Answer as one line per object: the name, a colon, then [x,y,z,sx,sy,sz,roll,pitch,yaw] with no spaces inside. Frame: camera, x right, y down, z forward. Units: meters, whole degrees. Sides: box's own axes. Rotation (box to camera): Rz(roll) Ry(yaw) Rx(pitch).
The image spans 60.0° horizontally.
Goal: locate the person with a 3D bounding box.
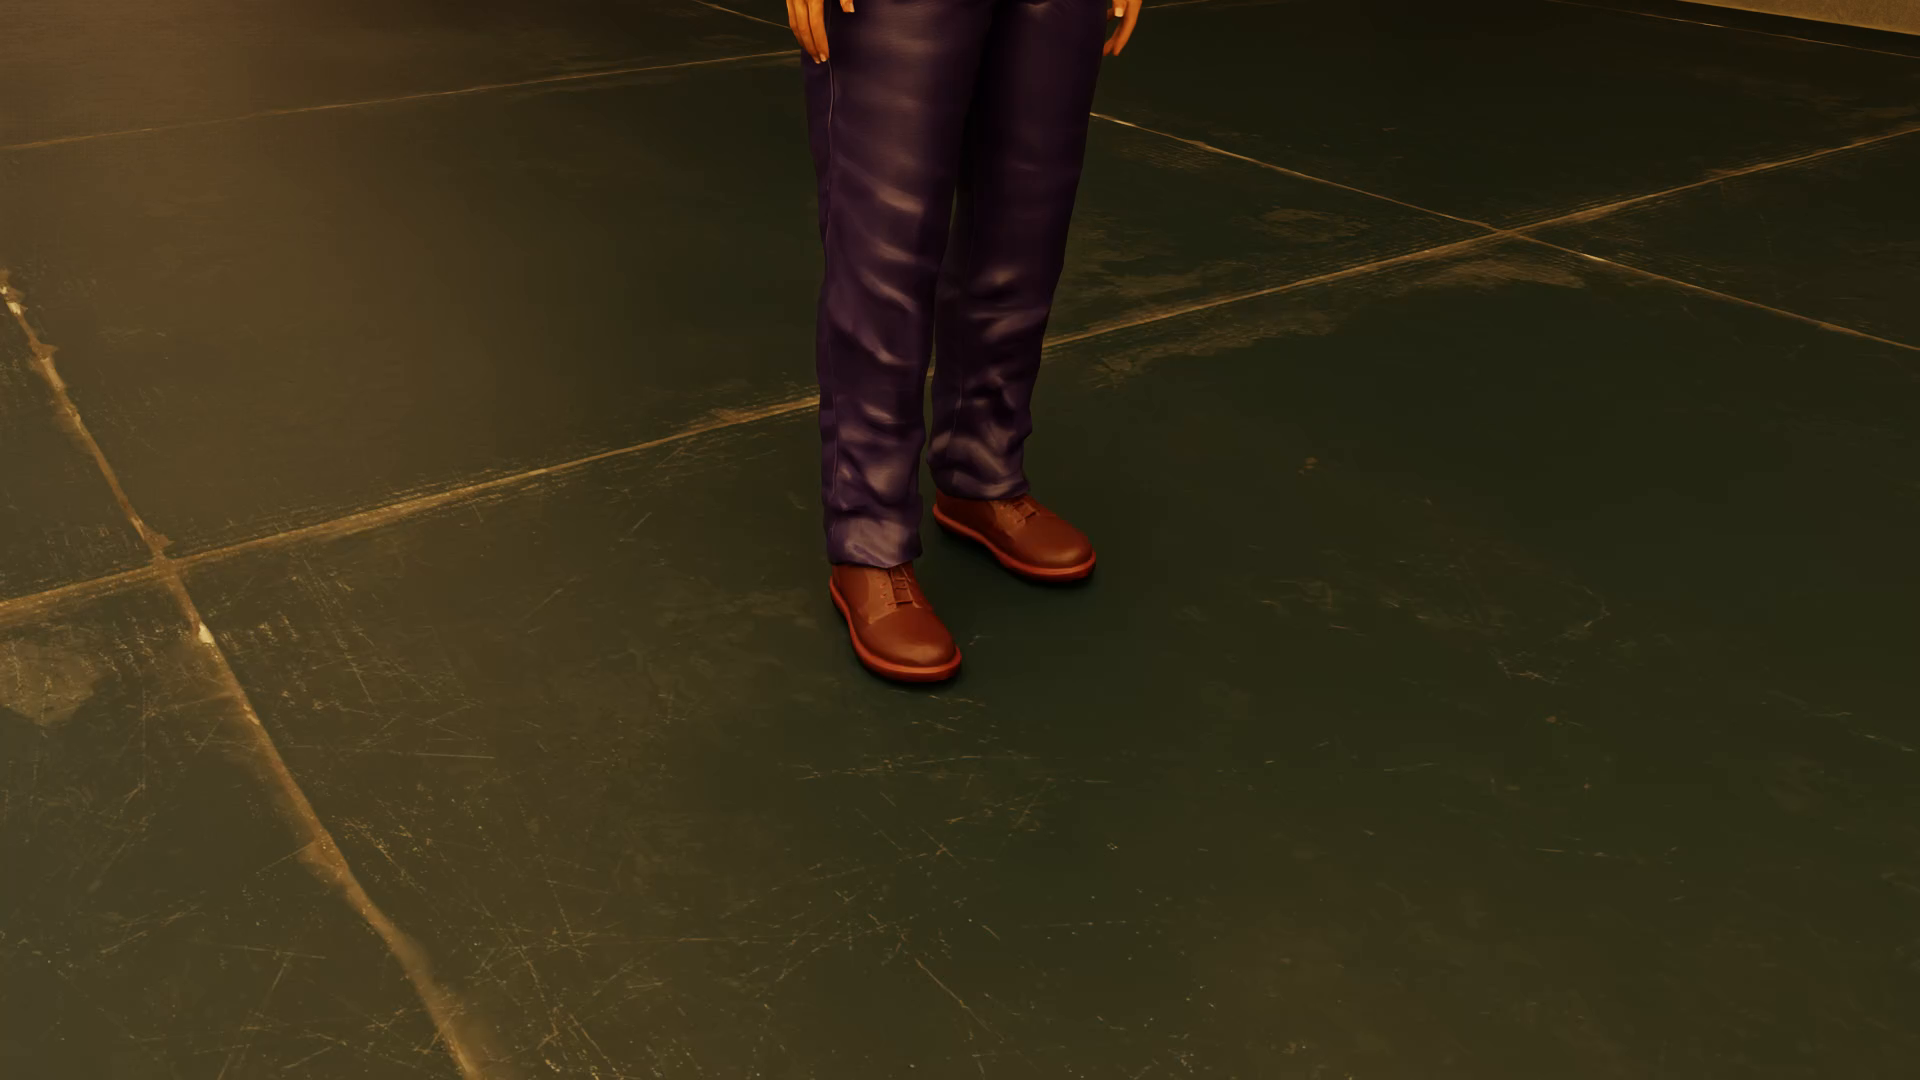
person: [0.033,-0.704,2.050,0.598,1.651,0.502,-17,31,-31]
